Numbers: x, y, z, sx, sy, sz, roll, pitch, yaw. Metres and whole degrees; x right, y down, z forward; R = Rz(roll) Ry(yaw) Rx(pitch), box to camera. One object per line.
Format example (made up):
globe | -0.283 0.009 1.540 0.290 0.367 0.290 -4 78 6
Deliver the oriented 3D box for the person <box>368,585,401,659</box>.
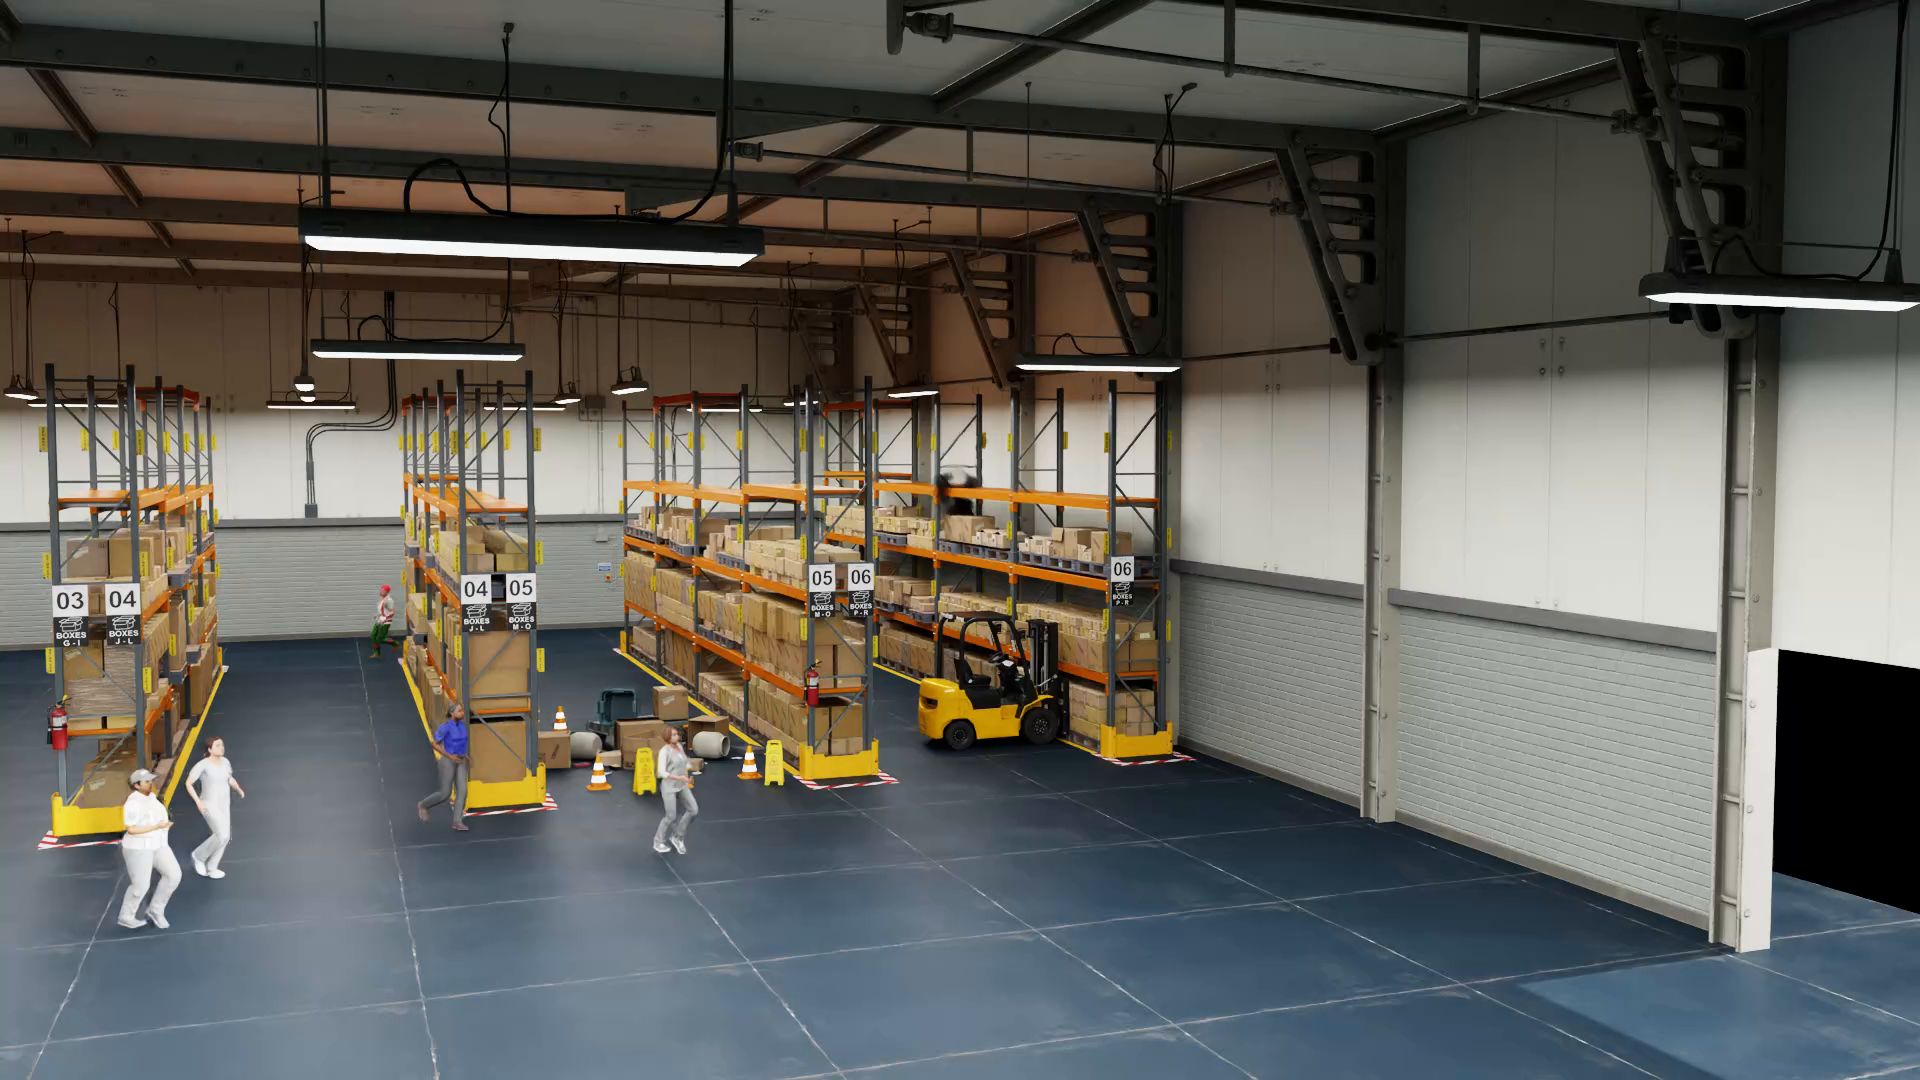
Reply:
person | -13.292 1.896 38.516 0.728 1.735 0.705 -3 4 -42

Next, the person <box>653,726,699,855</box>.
person | -3.461 3.032 20.170 0.629 1.578 0.545 2 4 32

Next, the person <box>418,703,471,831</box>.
person | -6.609 2.930 21.673 0.818 1.615 0.629 2 4 28

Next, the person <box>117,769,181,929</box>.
person | -8.313 3.187 17.044 0.661 1.695 0.586 1 3 9

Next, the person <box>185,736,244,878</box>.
person | -8.543 3.066 19.133 0.549 1.638 0.576 1 4 19
